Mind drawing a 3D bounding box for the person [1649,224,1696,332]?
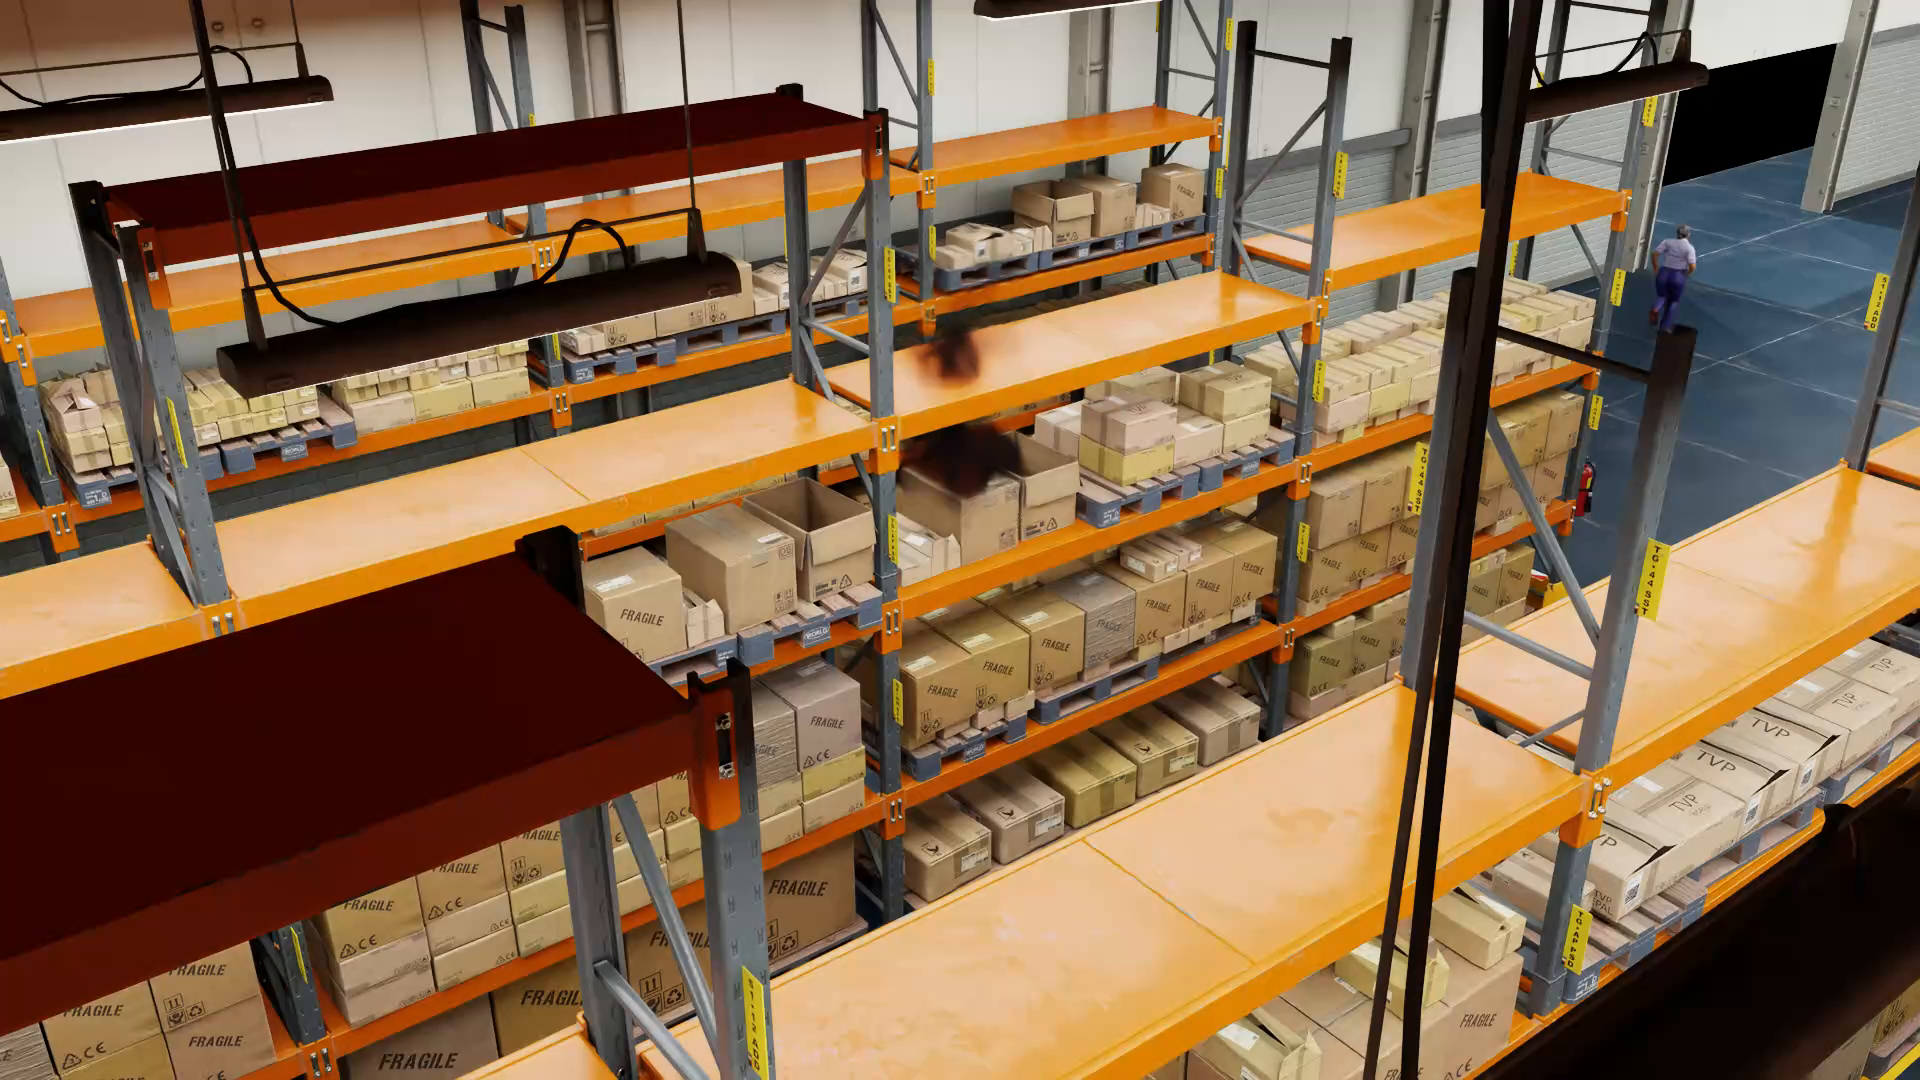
[{"bbox_3d":[10.246,-3.757,23.987,0.615,1.617,0.604,21,33,36],"label":"person"}]
